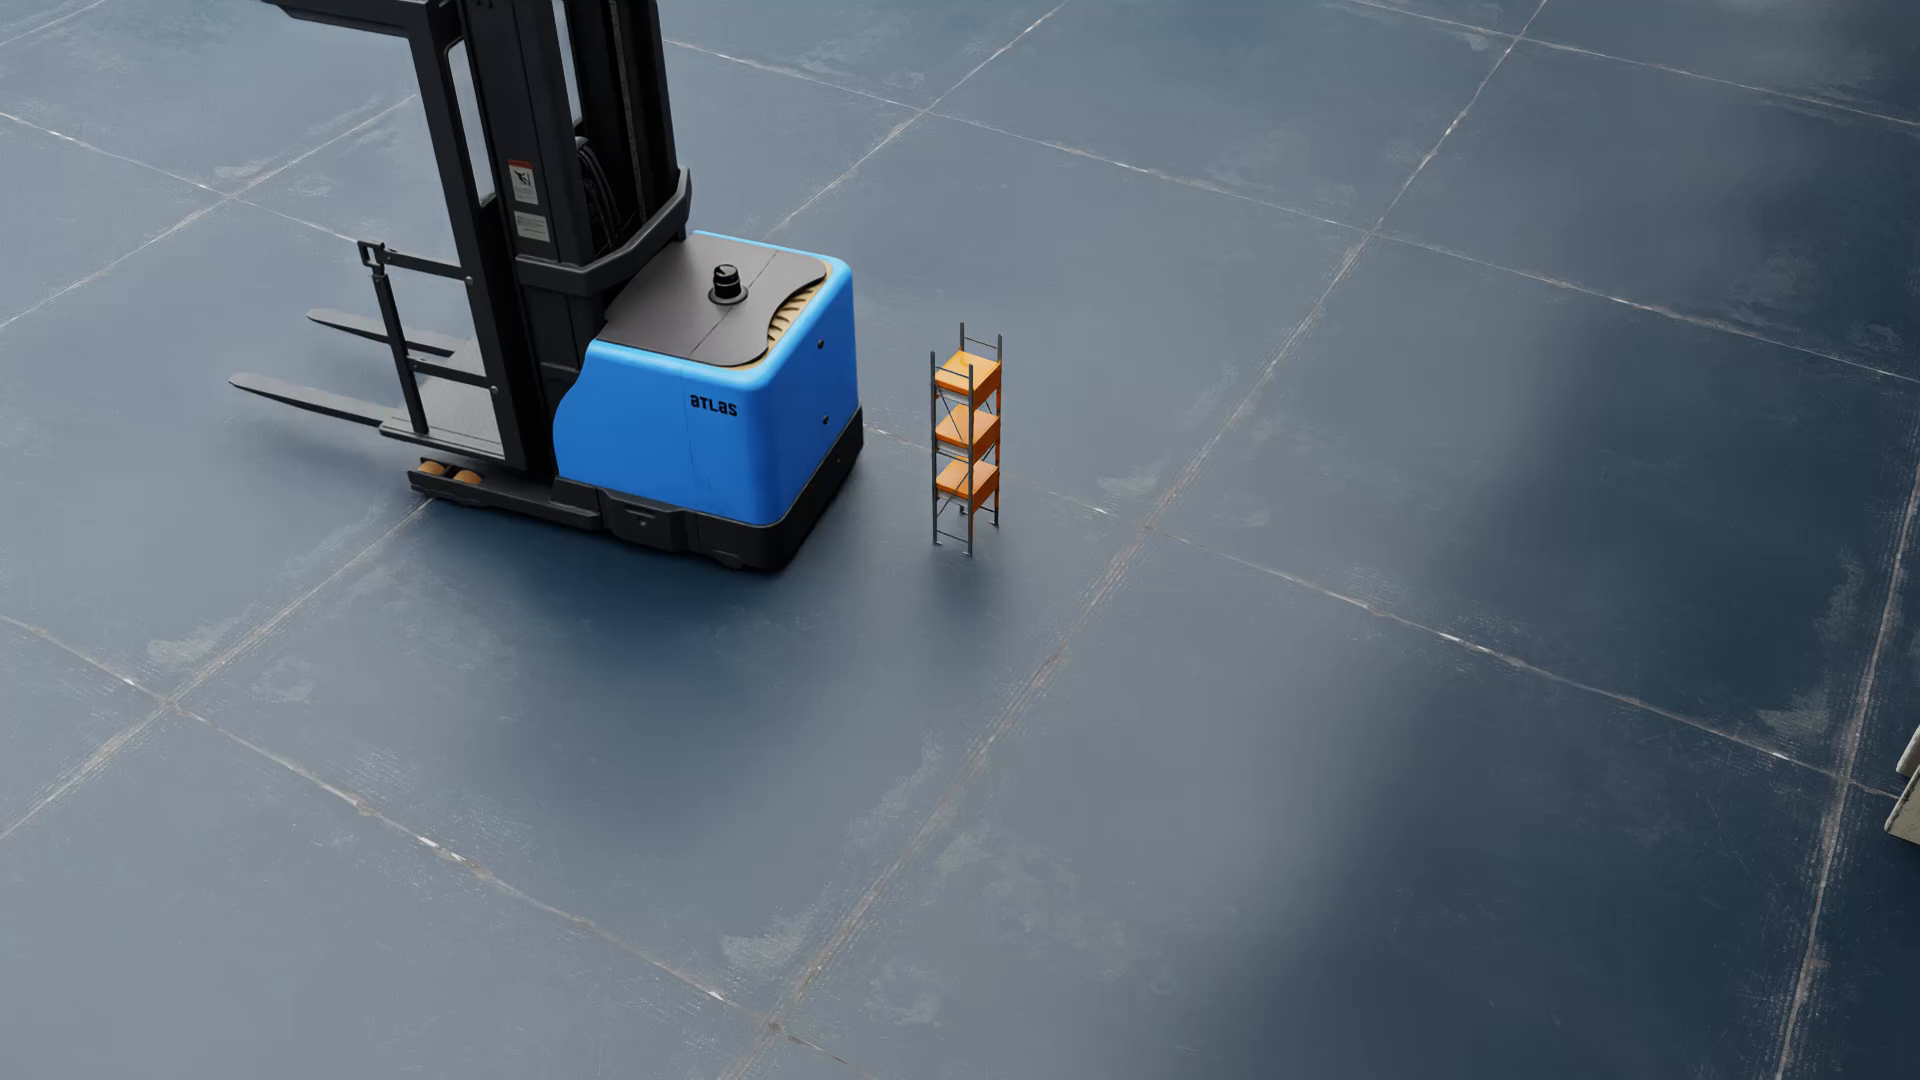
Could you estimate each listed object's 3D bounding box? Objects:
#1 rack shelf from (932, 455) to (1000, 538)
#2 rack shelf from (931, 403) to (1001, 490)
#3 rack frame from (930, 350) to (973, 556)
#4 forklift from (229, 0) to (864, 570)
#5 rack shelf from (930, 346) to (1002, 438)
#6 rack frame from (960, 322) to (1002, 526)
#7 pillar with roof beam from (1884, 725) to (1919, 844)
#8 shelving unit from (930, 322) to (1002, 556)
[{"bbox_3d":[0.027,-0.208,7.444,0.215,0.259,0.240,21,45,22],"label":"rack shelf"},{"bbox_3d":[0.027,-0.417,7.260,0.215,0.259,0.240,21,45,22],"label":"rack shelf"},{"bbox_3d":[-0.034,-0.355,7.174,0.200,1.050,0.008,21,45,22],"label":"rack frame"},{"bbox_3d":[-2.035,-1.570,7.131,3.031,2.935,1.130,14,43,15],"label":"forklift"},{"bbox_3d":[0.027,-0.630,7.073,0.215,0.259,0.240,21,45,22],"label":"rack shelf"},{"bbox_3d":[0.088,-0.494,7.333,0.200,1.050,0.008,21,45,22],"label":"rack frame"},{"bbox_3d":[0.013,-3.758,5.024,9.100,9.000,0.400,21,45,22],"label":"pillar with roof beam"},{"bbox_3d":[0.027,-0.425,7.253,0.215,1.050,0.252,21,45,22],"label":"shelving unit"}]
